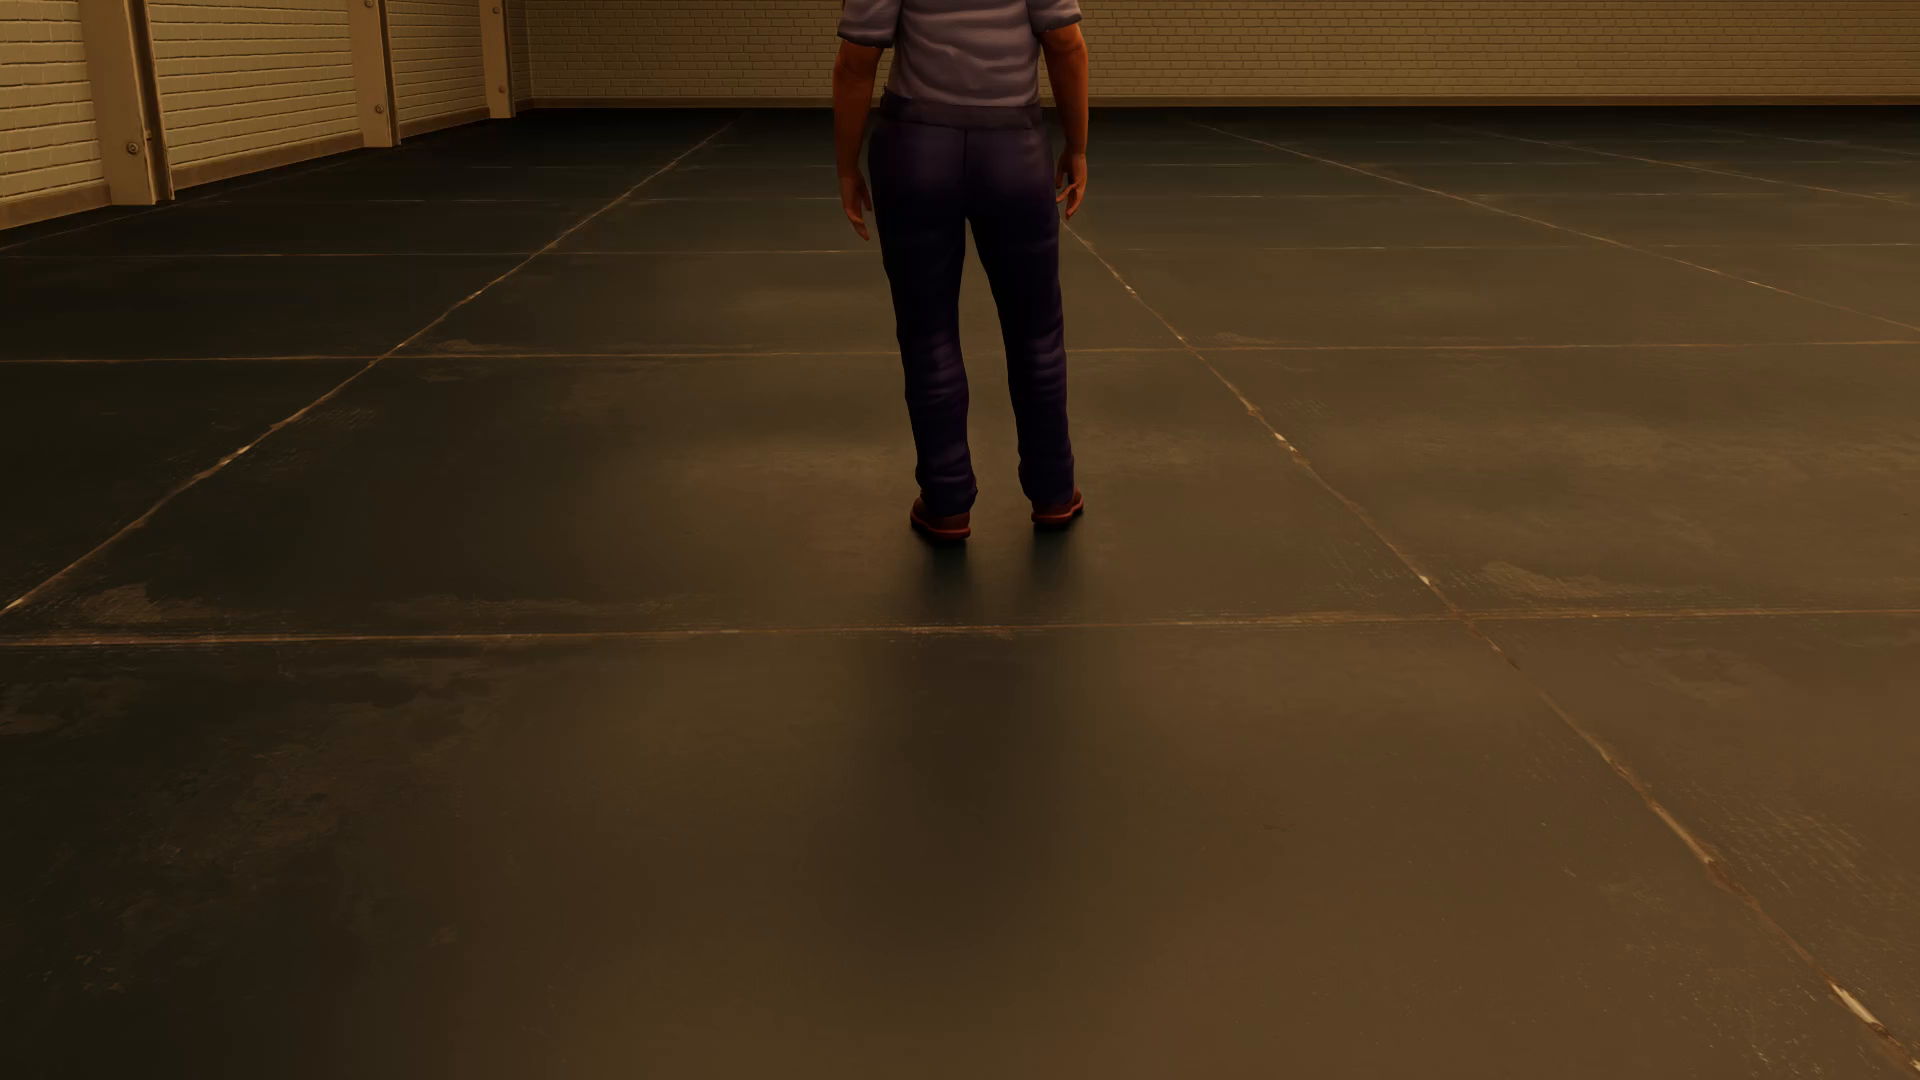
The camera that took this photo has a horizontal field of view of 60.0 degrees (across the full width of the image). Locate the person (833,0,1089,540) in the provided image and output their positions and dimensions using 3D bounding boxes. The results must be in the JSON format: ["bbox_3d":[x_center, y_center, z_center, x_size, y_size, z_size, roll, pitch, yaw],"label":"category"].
[{"bbox_3d":[0.019,-0.821,3.762,0.598,1.651,0.502,-1,17,-3],"label":"person"}]
